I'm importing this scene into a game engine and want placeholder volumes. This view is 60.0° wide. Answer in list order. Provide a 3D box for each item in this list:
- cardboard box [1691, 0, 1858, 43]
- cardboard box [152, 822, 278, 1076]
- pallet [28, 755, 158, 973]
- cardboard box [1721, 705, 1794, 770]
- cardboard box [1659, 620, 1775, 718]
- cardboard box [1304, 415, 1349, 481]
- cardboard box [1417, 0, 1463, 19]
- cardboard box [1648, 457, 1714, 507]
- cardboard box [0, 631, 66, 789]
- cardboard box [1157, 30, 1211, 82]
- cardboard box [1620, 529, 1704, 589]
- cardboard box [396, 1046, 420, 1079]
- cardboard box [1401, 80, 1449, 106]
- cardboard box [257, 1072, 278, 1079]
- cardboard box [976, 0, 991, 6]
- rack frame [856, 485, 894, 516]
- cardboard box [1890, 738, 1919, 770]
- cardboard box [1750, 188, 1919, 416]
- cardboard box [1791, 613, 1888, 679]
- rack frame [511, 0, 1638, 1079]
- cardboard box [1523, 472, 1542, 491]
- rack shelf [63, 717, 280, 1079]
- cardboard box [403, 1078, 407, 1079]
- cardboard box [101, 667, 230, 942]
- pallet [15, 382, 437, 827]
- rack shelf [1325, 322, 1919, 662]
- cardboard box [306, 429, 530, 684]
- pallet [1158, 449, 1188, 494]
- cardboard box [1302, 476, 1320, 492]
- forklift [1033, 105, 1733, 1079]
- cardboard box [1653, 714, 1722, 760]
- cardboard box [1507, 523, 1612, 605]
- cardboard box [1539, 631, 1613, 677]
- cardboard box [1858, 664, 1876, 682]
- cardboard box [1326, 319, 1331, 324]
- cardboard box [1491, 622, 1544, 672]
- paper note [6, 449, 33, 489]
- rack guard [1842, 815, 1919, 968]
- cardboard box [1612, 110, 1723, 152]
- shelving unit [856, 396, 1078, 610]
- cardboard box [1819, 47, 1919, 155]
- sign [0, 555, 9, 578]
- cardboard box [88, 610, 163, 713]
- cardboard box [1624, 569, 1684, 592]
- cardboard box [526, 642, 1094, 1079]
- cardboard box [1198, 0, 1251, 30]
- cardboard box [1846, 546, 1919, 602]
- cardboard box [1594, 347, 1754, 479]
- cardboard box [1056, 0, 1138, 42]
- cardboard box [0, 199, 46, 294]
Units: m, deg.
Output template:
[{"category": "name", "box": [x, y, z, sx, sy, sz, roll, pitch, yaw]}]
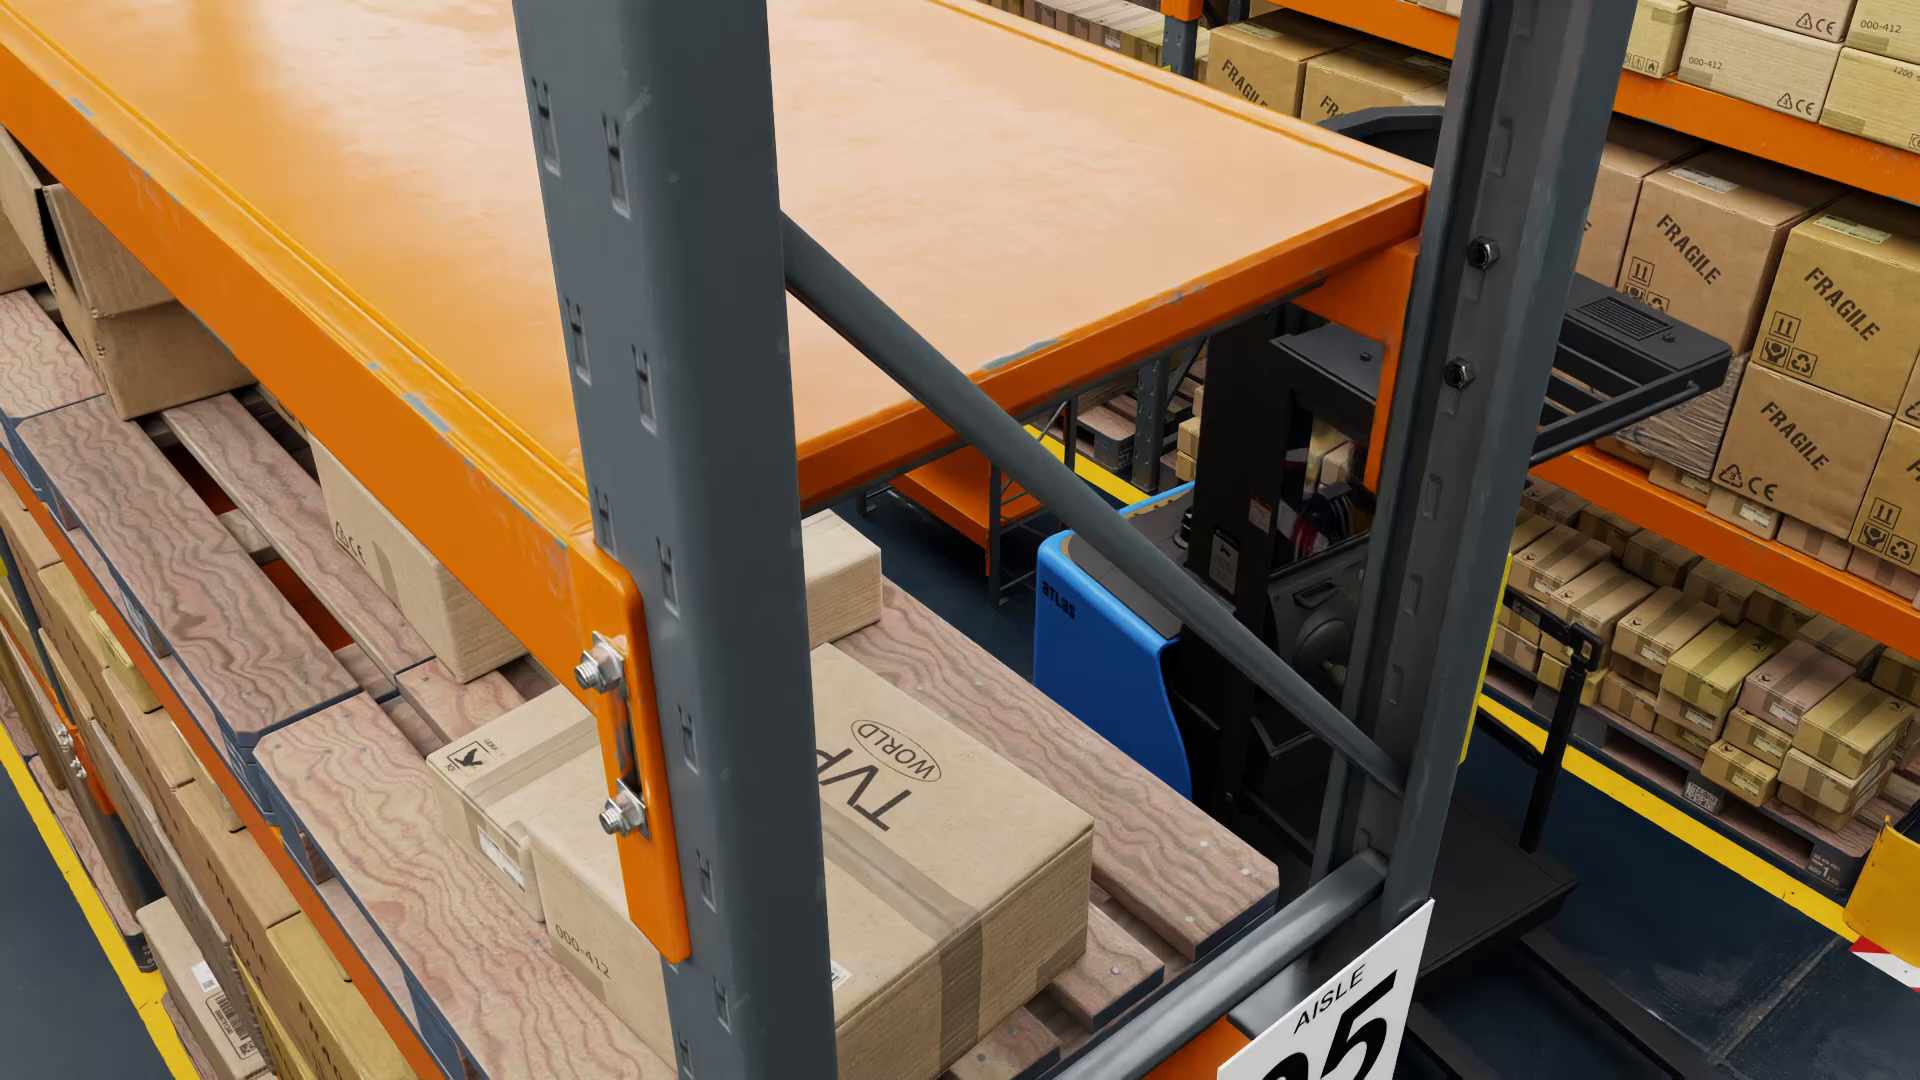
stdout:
[{"category": "cardboard box", "box": [2.741, -1.835, 5.348, 0.500, 0.250, 0.500, -25, 42, -31]}, {"category": "cardboard box", "box": [-1.665, 0.927, 4.259, 0.500, 0.500, 0.500, -26, 43, -32]}, {"category": "pallet", "box": [-2.961, 1.043, 6.595, 1.003, 0.211, 1.213, -26, 43, -32]}, {"category": "cardboard box", "box": [3.206, 0.701, 6.511, 0.380, 0.149, 0.250, -27, 43, -33]}, {"category": "cardboard box", "box": [2.974, 0.503, 6.533, 0.380, 0.149, 0.250, -27, 43, -33]}, {"category": "cardboard box", "box": [1.708, -0.458, 7.890, 0.380, 0.149, 0.250, -27, 43, -32]}, {"category": "cardboard box", "box": [2.059, -2.079, 6.124, 0.500, 0.250, 0.500, -24, 42, -30]}, {"category": "cardboard box", "box": [2.830, -0.304, 6.301, 0.380, 0.149, 0.250, -28, 44, -34]}, {"category": "cardboard box", "box": [-3.456, 0.273, 6.744, 0.875, 0.875, 0.875, -25, 42, -31]}, {"category": "cardboard box", "box": [1.223, -2.451, 8.455, 0.380, 0.149, 0.250, -25, 42, -31]}, {"category": "cardboard box", "box": [3.084, 0.043, 7.182, 0.380, 0.149, 0.250, -24, 42, -30]}, {"category": "cardboard box", "box": [-0.753, 0.874, 2.908, 0.380, 0.149, 0.250, -25, 42, -31]}, {"category": "cardboard box", "box": [2.063, -1.496, 6.559, 0.500, 0.500, 0.500, -25, 42, -31]}, {"category": "cardboard box", "box": [-1.504, 1.804, 4.961, 0.875, 0.438, 0.875, -27, 44, -33]}, {"category": "cardboard box", "box": [0.228, -3.134, 9.419, 0.380, 0.149, 0.250, -24, 42, -30]}, {"category": "rack frame", "box": [-0.324, -0.681, 8.238, 0.500, 1.125, 0.032, -26, 43, -32]}, {"category": "cardboard box", "box": [3.798, 0.734, 6.722, 0.380, 0.149, 0.250, -25, 42, -31]}, {"category": "cardboard box", "box": [3.080, -0.811, 5.590, 0.500, 0.500, 0.500, -28, 44, -33]}, {"category": "cardboard box", "box": [3.543, 0.407, 6.669, 0.380, 0.149, 0.250, -25, 42, -31]}, {"category": "rack frame", "box": [0.176, -0.465, 1.120, 1.000, 3.000, 0.127, -26, 43, -32]}, {"category": "cardboard box", "box": [2.637, -0.316, 7.689, 0.380, 0.149, 0.250, -28, 44, -33]}, {"category": "rack shelf", "box": [-1.115, 1.394, 4.309, 1.077, 0.370, 4.000, -26, 43, -32]}, {"category": "cardboard box", "box": [-0.677, 1.191, 3.022, 0.500, 0.500, 0.500, -26, 43, -32]}, {"category": "cardboard box", "box": [-1.640, 0.525, 3.962, 0.500, 0.500, 0.500, -25, 42, -31]}, {"category": "pallet", "box": [-1.103, -0.067, 3.231, 1.003, 0.211, 1.213, -26, 43, -32]}, {"category": "rack shelf", "box": [2.601, -0.497, 6.979, 1.077, 0.370, 4.000, -26, 43, -32]}, {"category": "cardboard box", "box": [-0.752, -0.096, 2.822, 0.500, 0.311, 0.500, -25, 42, -31]}, {"category": "pallet", "box": [1.771, -0.252, 8.424, 1.003, 0.211, 1.213, -26, 43, -32]}, {"category": "cardboard box", "box": [1.717, -0.351, 7.996, 0.380, 0.149, 0.250, -26, 43, -32]}, {"category": "forklift", "box": [1.504, 0.245, 5.369, 1.130, 2.935, 3.031, -21, 40, -26]}, {"category": "cardboard box", "box": [3.045, 0.705, 6.762, 0.380, 0.149, 0.250, -26, 43, -32]}, {"category": "cardboard box", "box": [2.554, 0.110, 7.088, 0.380, 0.149, 0.250, -28, 44, -33]}, {"category": "cardboard box", "box": [2.652, 0.384, 6.958, 0.380, 0.149, 0.250, -25, 42, -31]}, {"category": "cardboard box", "box": [3.616, 0.494, 6.803, 0.380, 0.149, 0.250, -26, 43, -32]}, {"category": "cardboard box", "box": [1.679, -1.139, 7.481, 0.380, 0.149, 0.250, -28, 44, -34]}, {"category": "cardboard box", "box": [2.502, 0.384, 7.216, 0.380, 0.149, 0.250, -25, 42, -31]}, {"category": "paper note", "box": [-1.625, -0.124, 2.868, 0.006, 0.032, 0.123, -26, 43, -32]}, {"category": "rack guard", "box": [3.843, 1.079, 6.294, 1.175, 0.500, 0.348, -26, 43, -32]}, {"category": "cardboard box", "box": [2.824, -1.457, 6.503, 0.500, 0.500, 0.500, -28, 44, -33]}, {"category": "shelving unit", "box": [0.004, -0.456, 7.921, 0.538, 1.125, 1.048, -26, 43, -32]}, {"category": "cardboard box", "box": [3.061, -1.395, 5.159, 0.500, 0.250, 0.500, -26, 43, -32]}, {"category": "sign", "box": [-2.814, -0.016, 4.744, 0.100, 0.325, 0.005, -26, 43, -32]}, {"category": "cardboard box", "box": [-1.762, 0.205, 3.852, 0.380, 0.149, 0.250, -27, 44, -33]}, {"category": "cardboard box", "box": [3.064, 0.184, 7.241, 0.380, 0.149, 0.250, -28, 44, -34]}, {"category": "cardboard box", "box": [-0.183, 0.443, 2.113, 0.500, 0.250, 0.500, 30, 45, 35]}, {"category": "cardboard box", "box": [2.136, -4.693, 14.063, 0.700, 0.500, 0.500, -29, 44, -34]}, {"category": "cardboard box", "box": [3.334, 0.033, 5.826, 0.380, 0.149, 0.250, -26, 43, -32]}, {"category": "cardboard box", "box": [2.742, -0.622, 6.189, 0.500, 0.500, 0.500, -26, 43, -32]}, {"category": "cardboard box", "box": [0.735, -2.790, 8.933, 0.380, 0.149, 0.250, -26, 43, -32]}, {"category": "cardboard box", "box": [-2.186, -0.922, 3.824, 0.500, 0.500, 0.500, -25, 42, -31]}]
